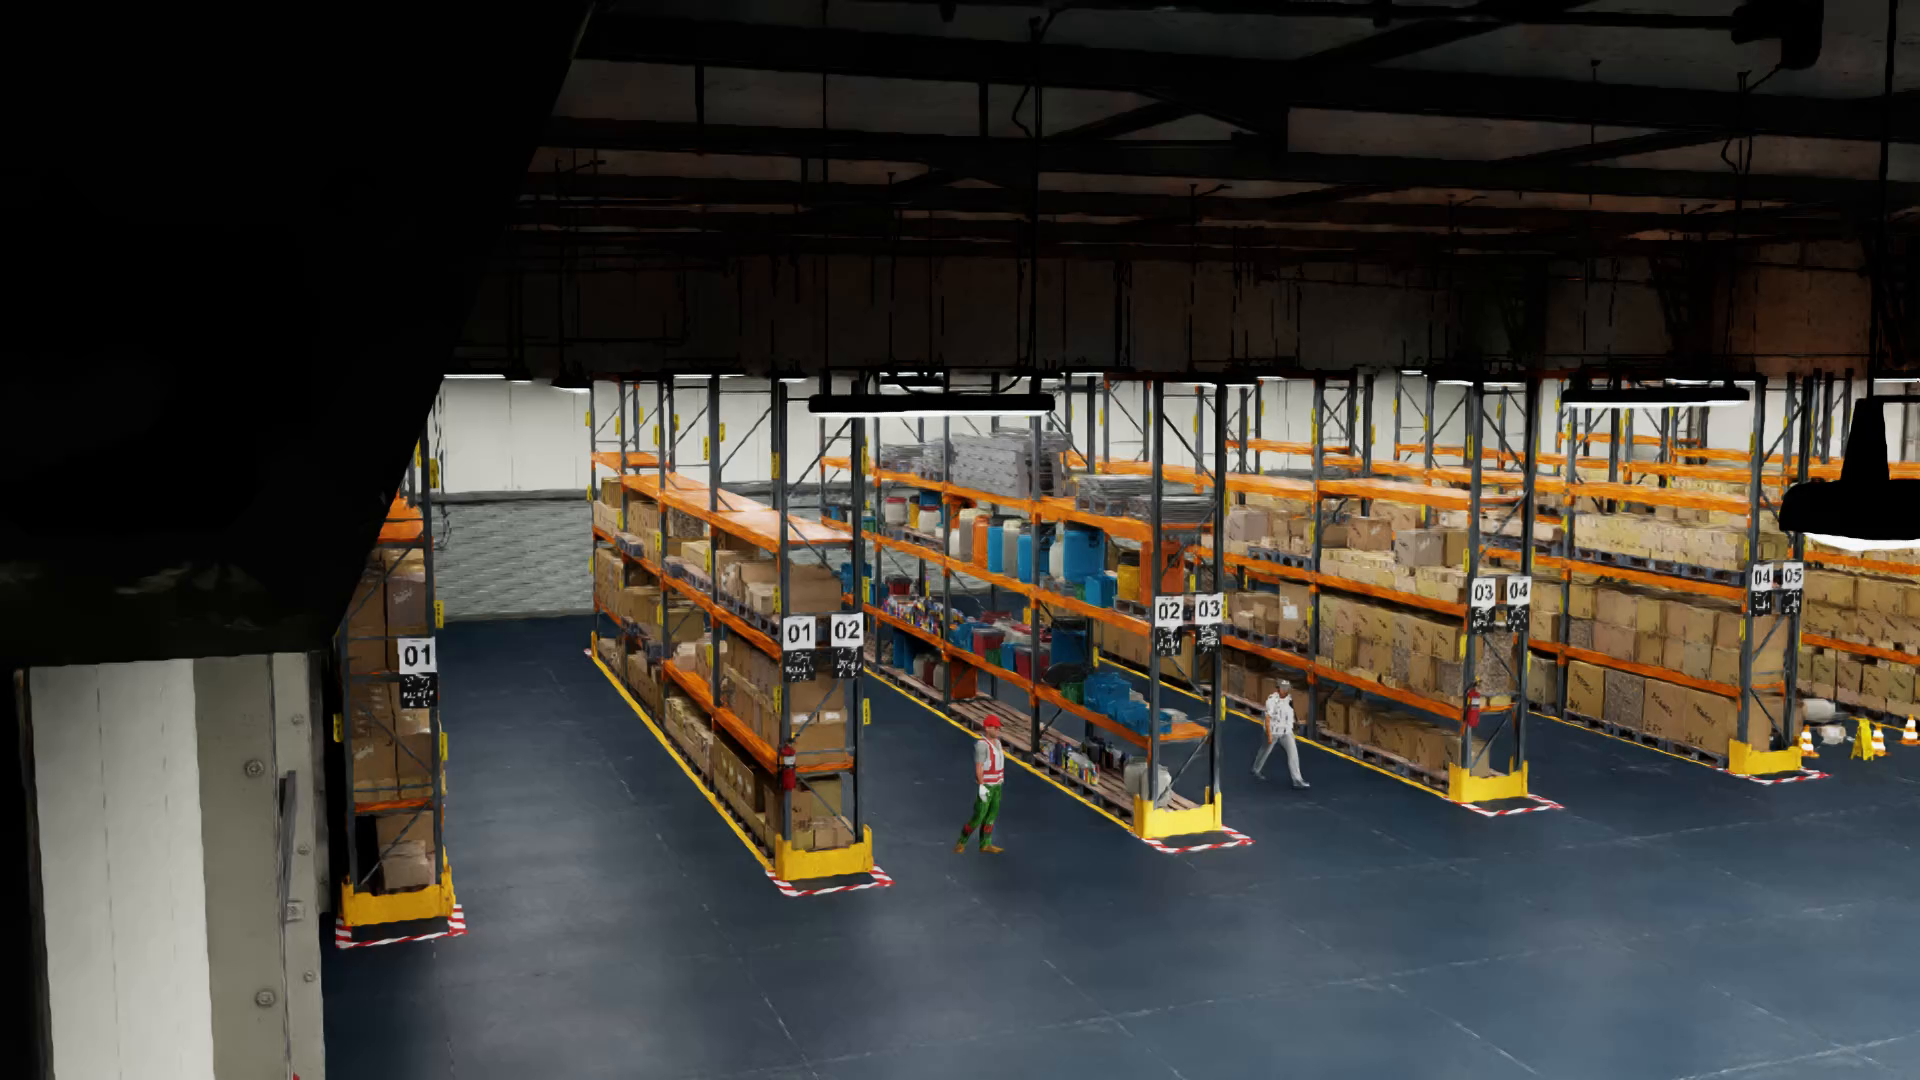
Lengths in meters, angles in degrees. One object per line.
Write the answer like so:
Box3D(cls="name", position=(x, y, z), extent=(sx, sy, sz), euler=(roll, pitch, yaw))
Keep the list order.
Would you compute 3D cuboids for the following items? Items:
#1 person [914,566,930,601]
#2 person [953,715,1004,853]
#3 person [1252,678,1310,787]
Box3D(cls="person", position=(-0.861, 1.323, 38.026), extent=(0.417, 1.517, 1.037), euler=(-2, 7, -18))
Box3D(cls="person", position=(0.259, 3.101, 21.057), extent=(0.531, 1.780, 0.739), euler=(4, 7, 31))
Box3D(cls="person", position=(4.694, 2.804, 24.456), extent=(0.496, 1.580, 1.091), euler=(-3, 7, -23))
